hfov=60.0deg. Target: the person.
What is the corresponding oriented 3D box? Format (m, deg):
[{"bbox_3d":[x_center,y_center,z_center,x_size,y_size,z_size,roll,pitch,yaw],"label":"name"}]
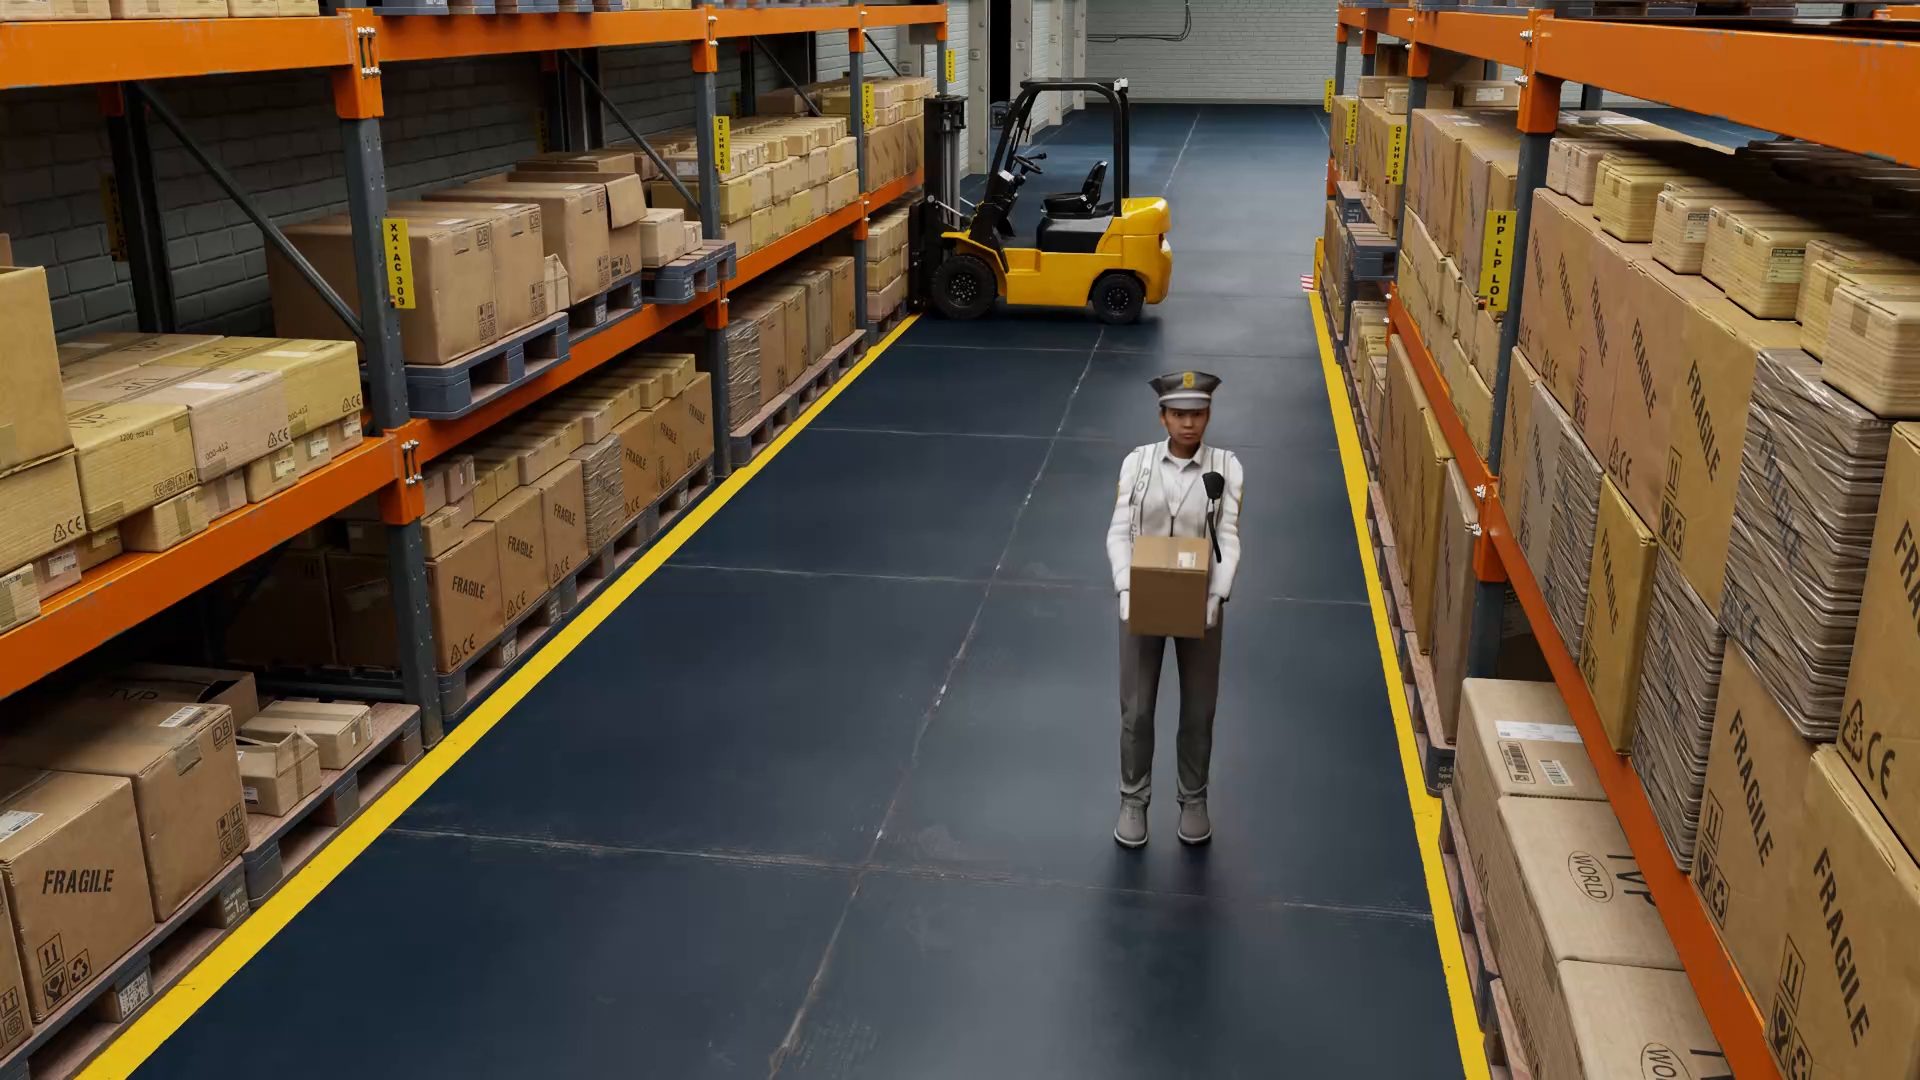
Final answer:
[{"bbox_3d":[0.728,0.250,5.750,0.458,1.686,0.559,3,18,9],"label":"person"}]
